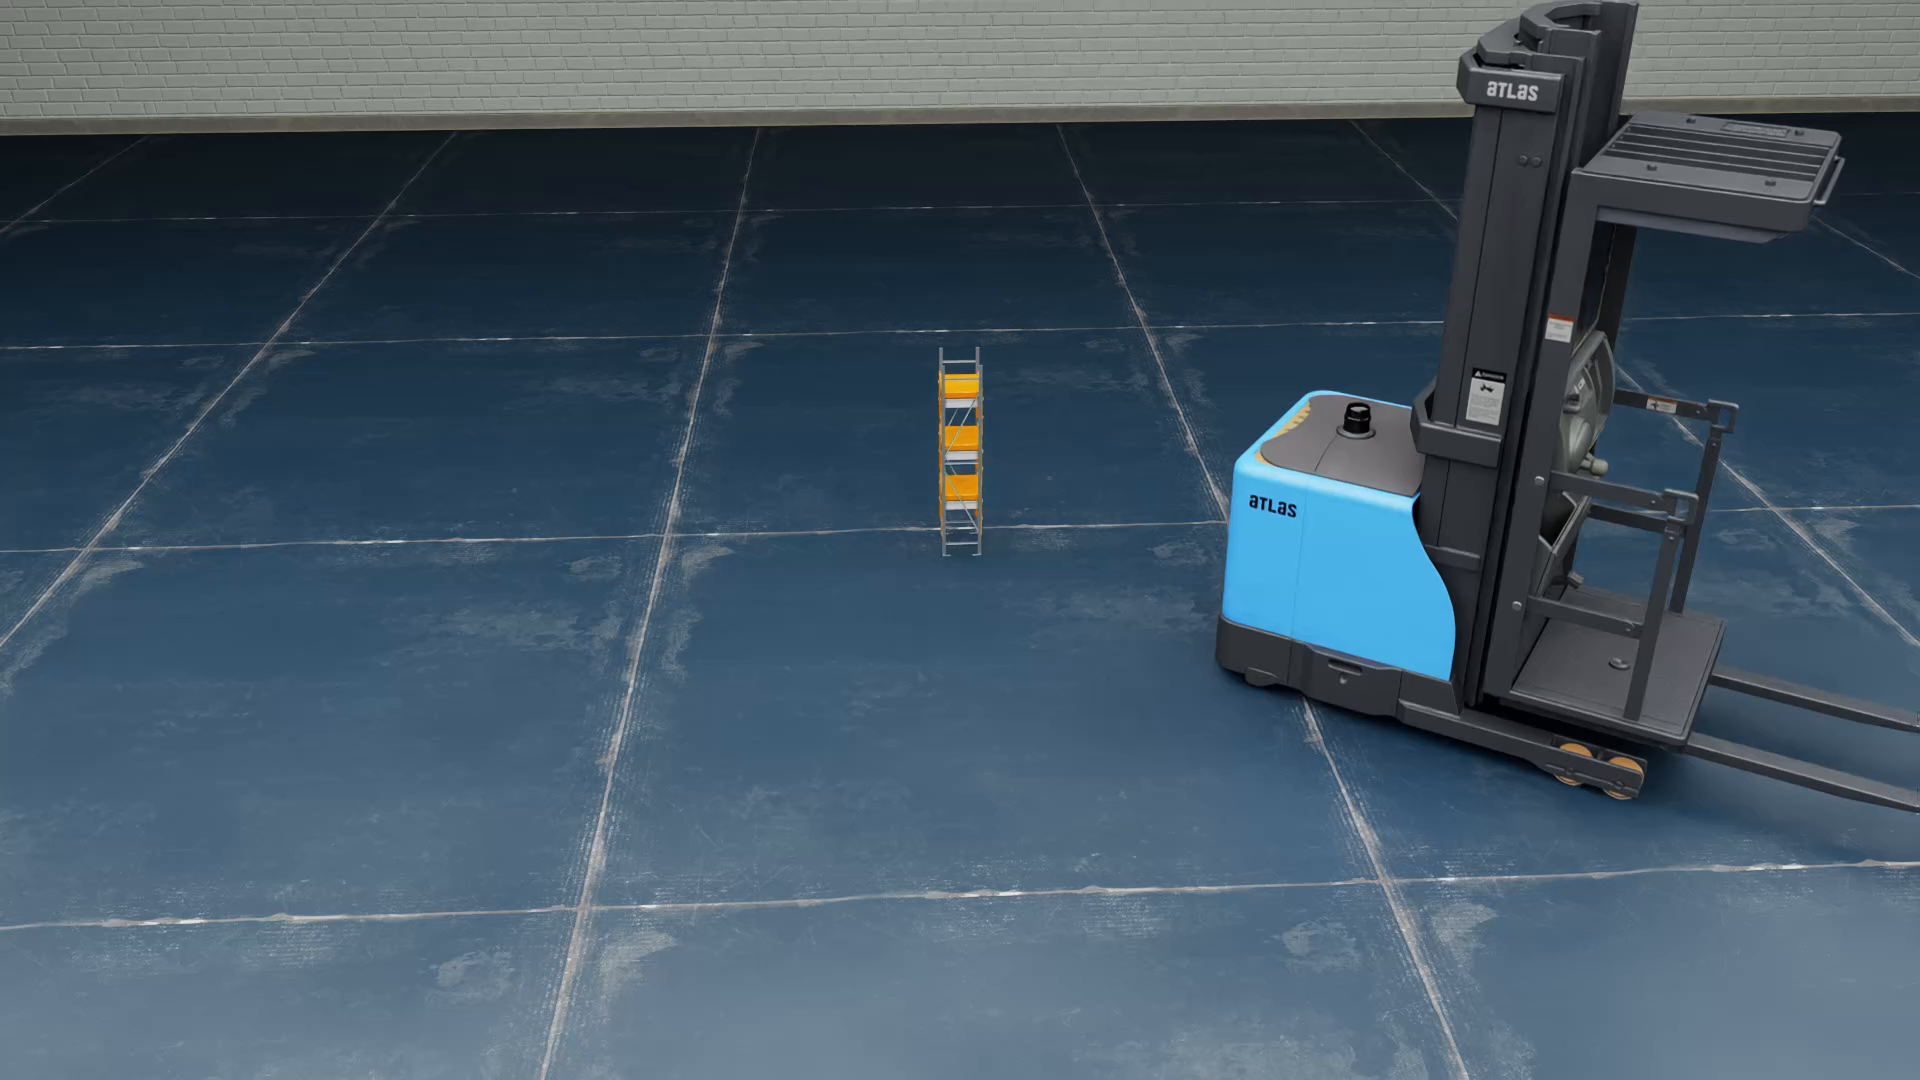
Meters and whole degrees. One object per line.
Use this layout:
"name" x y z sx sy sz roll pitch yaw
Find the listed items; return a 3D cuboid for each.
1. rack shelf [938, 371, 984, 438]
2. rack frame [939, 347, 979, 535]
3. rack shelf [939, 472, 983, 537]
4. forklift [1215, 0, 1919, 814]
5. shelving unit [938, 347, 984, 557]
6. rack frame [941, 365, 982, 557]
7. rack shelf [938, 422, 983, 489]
"rack shelf" 0.003 -0.683 8.334 0.215 0.259 0.240 -1 28 -3
"rack frame" -0.004 -0.497 8.568 0.200 1.050 0.008 -1 28 -3
"rack shelf" 0.003 -0.185 8.593 0.215 0.259 0.240 -1 28 -3
"forklift" 2.691 -0.530 6.597 3.031 2.935 1.130 15 31 27
"shelving unit" 0.003 -0.441 8.460 0.215 1.050 0.252 -1 28 -3
"rack frame" 0.009 -0.384 8.352 0.200 1.050 0.008 -1 28 -3
"rack shelf" 0.003 -0.431 8.465 0.215 0.259 0.240 -1 28 -3
